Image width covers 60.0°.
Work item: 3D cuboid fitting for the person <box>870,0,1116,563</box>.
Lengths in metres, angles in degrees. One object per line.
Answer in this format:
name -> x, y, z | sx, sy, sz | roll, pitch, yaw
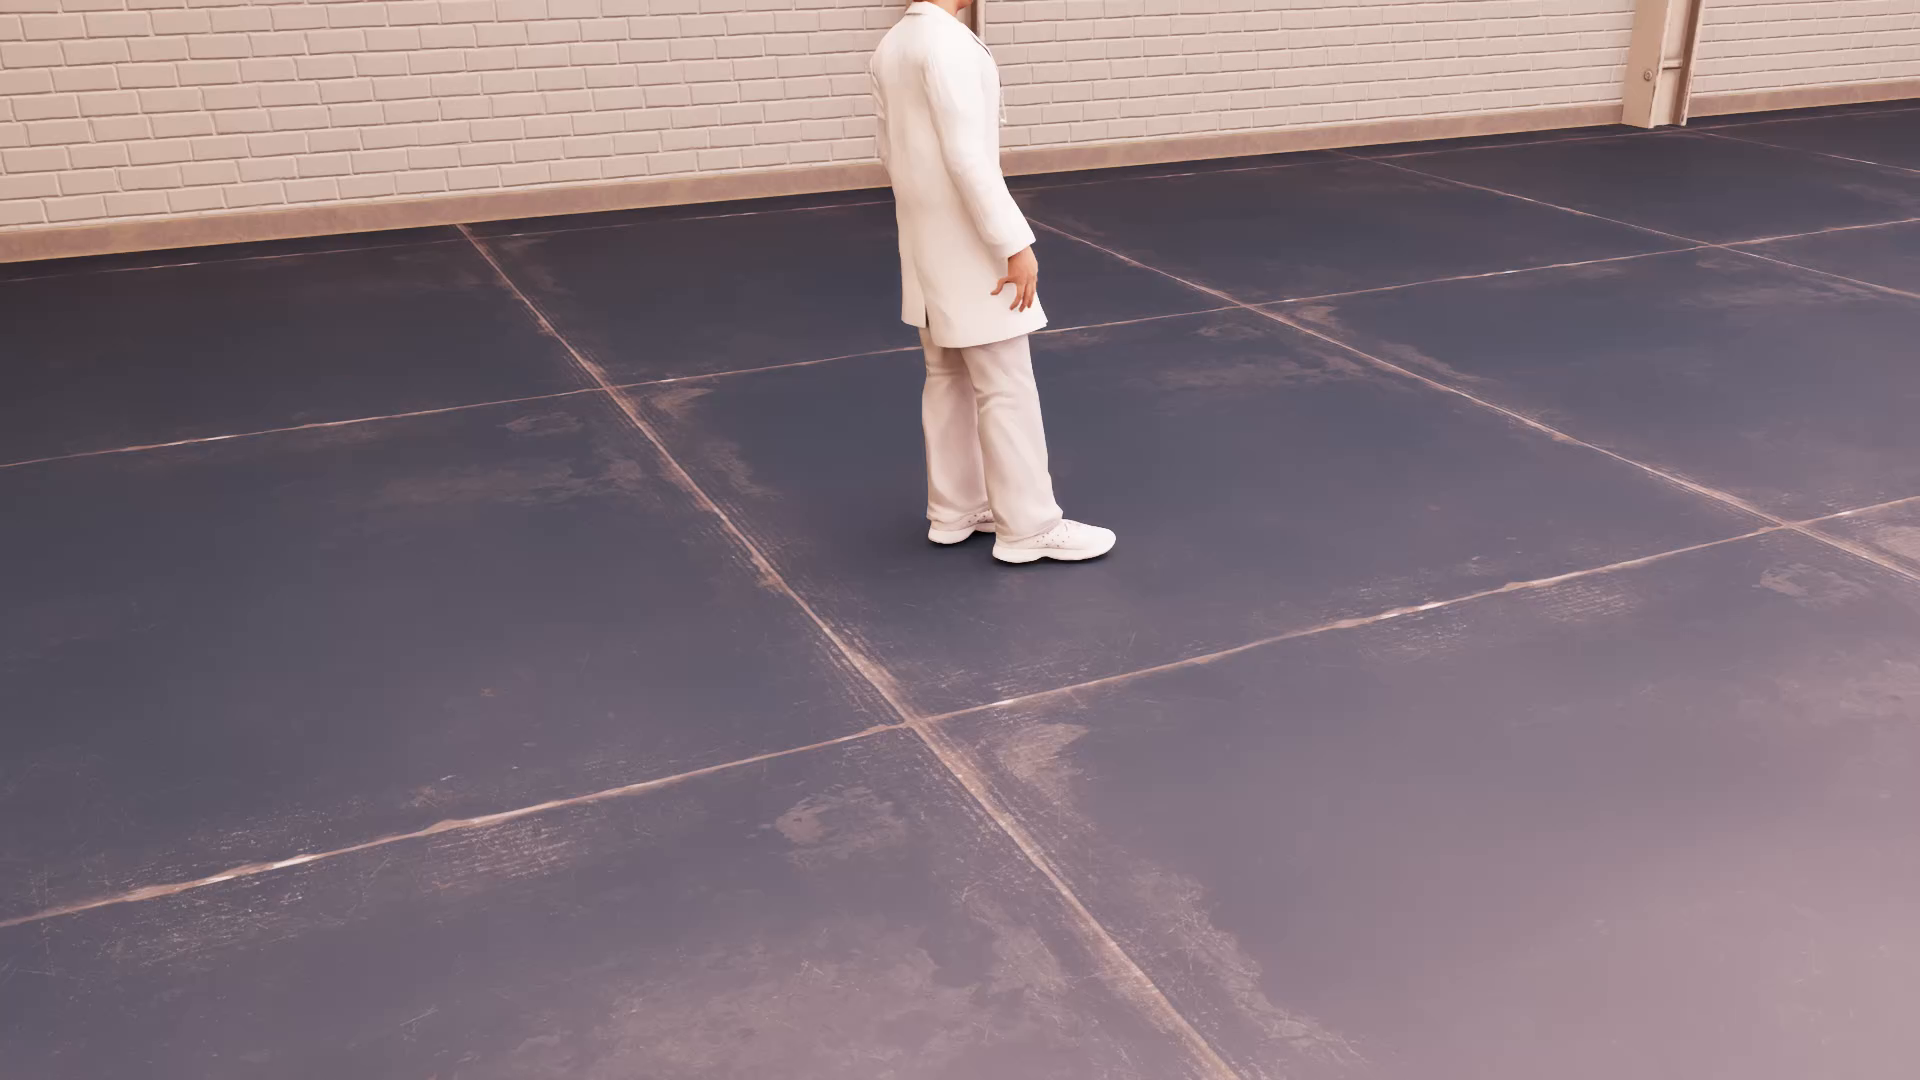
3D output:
person -> 0.084, -0.840, 4.794 | 0.581, 1.775, 0.696 | -10, 25, -23
